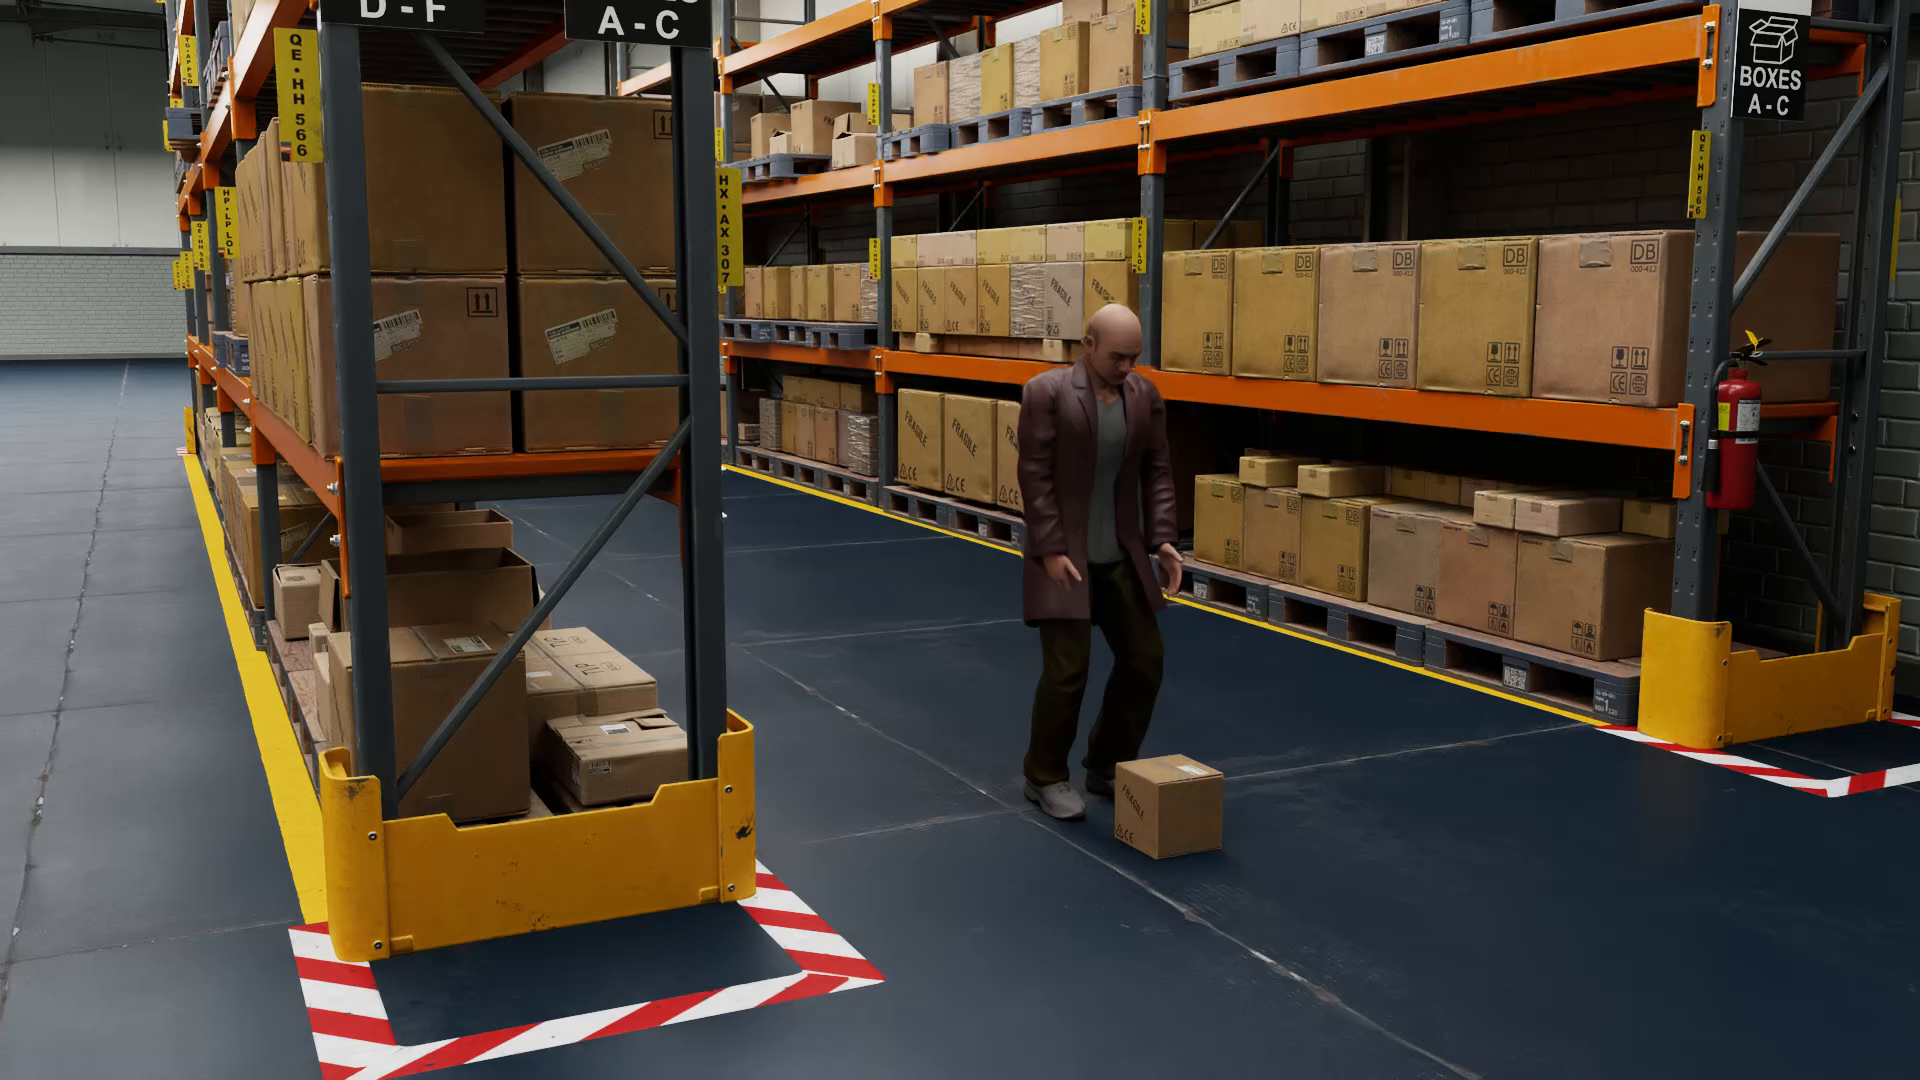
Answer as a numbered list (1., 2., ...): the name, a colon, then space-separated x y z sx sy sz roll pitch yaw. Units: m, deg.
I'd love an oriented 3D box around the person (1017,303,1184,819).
1. person: 0.471 0.067 5.676 0.591 1.719 0.432 -4 9 -24
